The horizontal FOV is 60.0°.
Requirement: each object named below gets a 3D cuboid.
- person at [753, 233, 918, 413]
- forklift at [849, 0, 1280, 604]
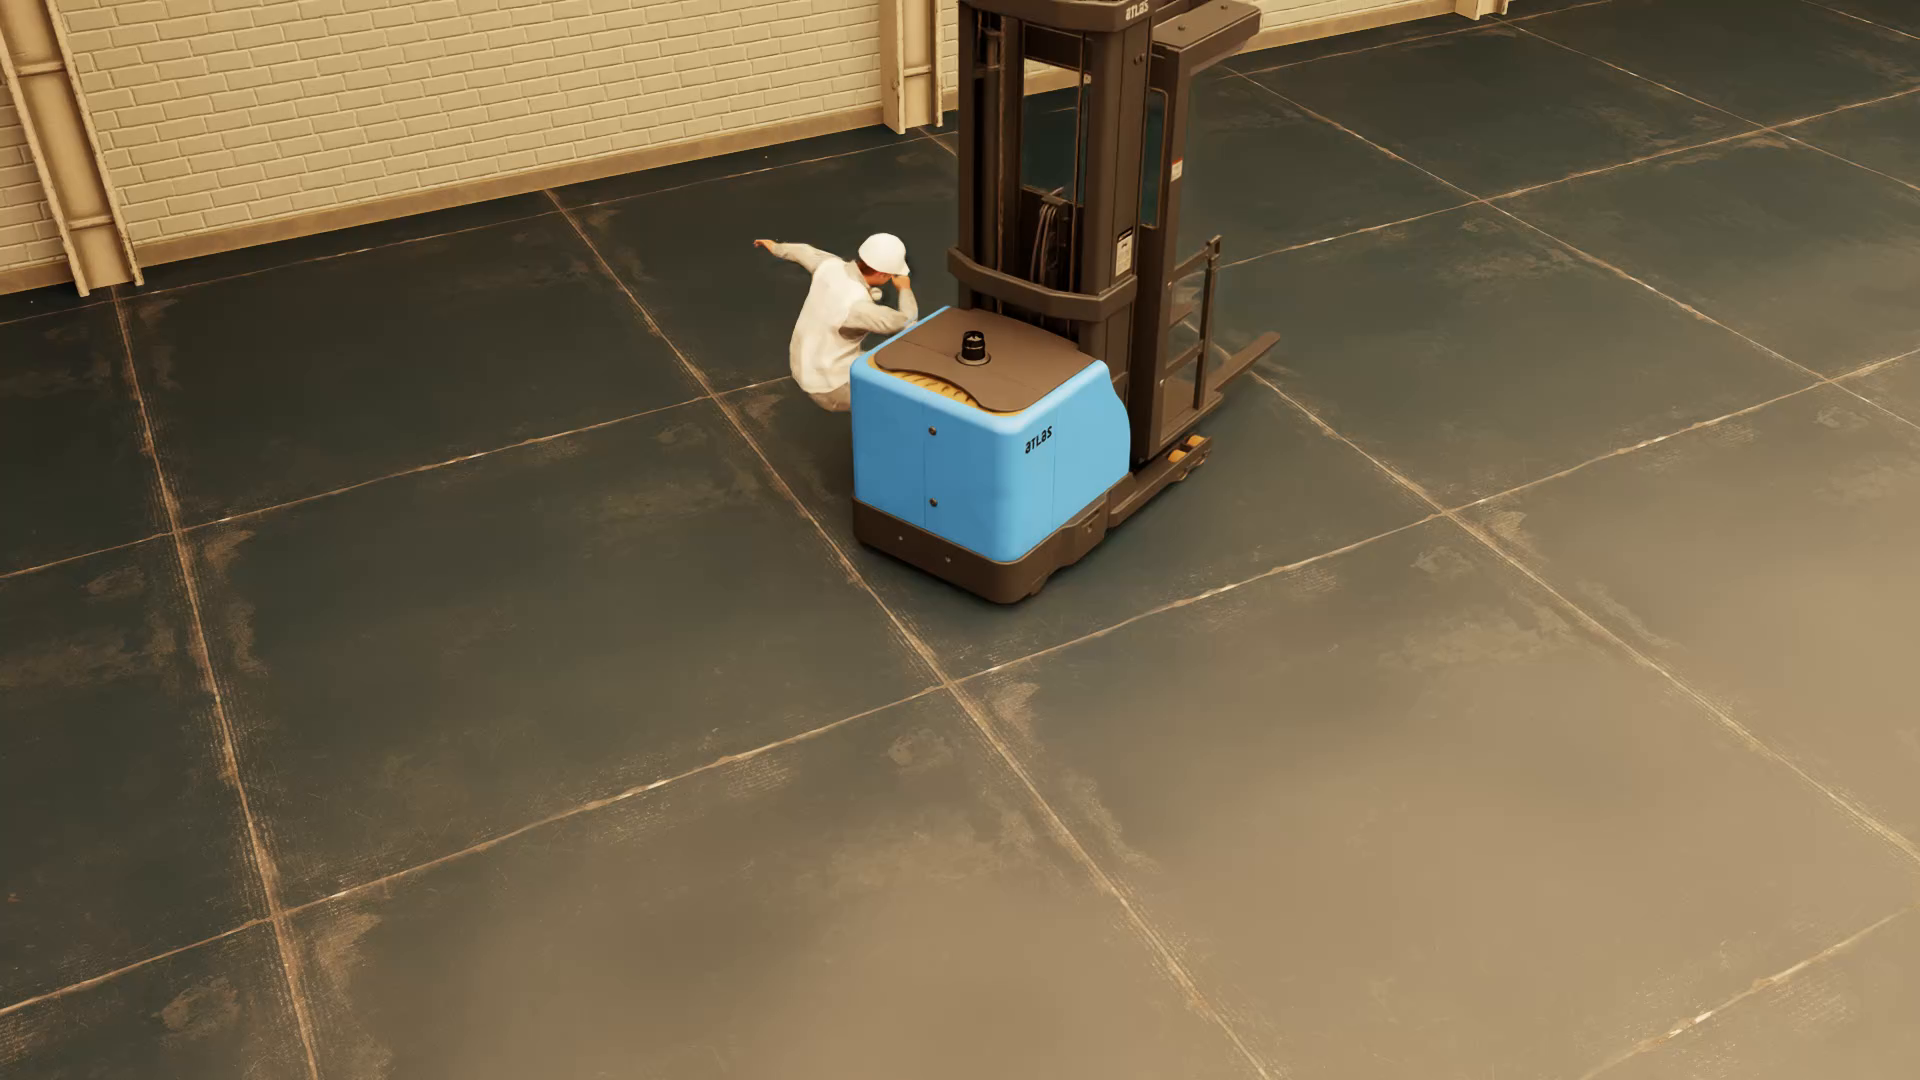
[{"bbox_3d":[-0.536,-1.049,8.946,0.824,1.443,1.278,-12,37,-16],"label":"person"},{"bbox_3d":[0.746,-1.680,8.499,1.130,2.935,3.031,24,42,30],"label":"forklift"}]
